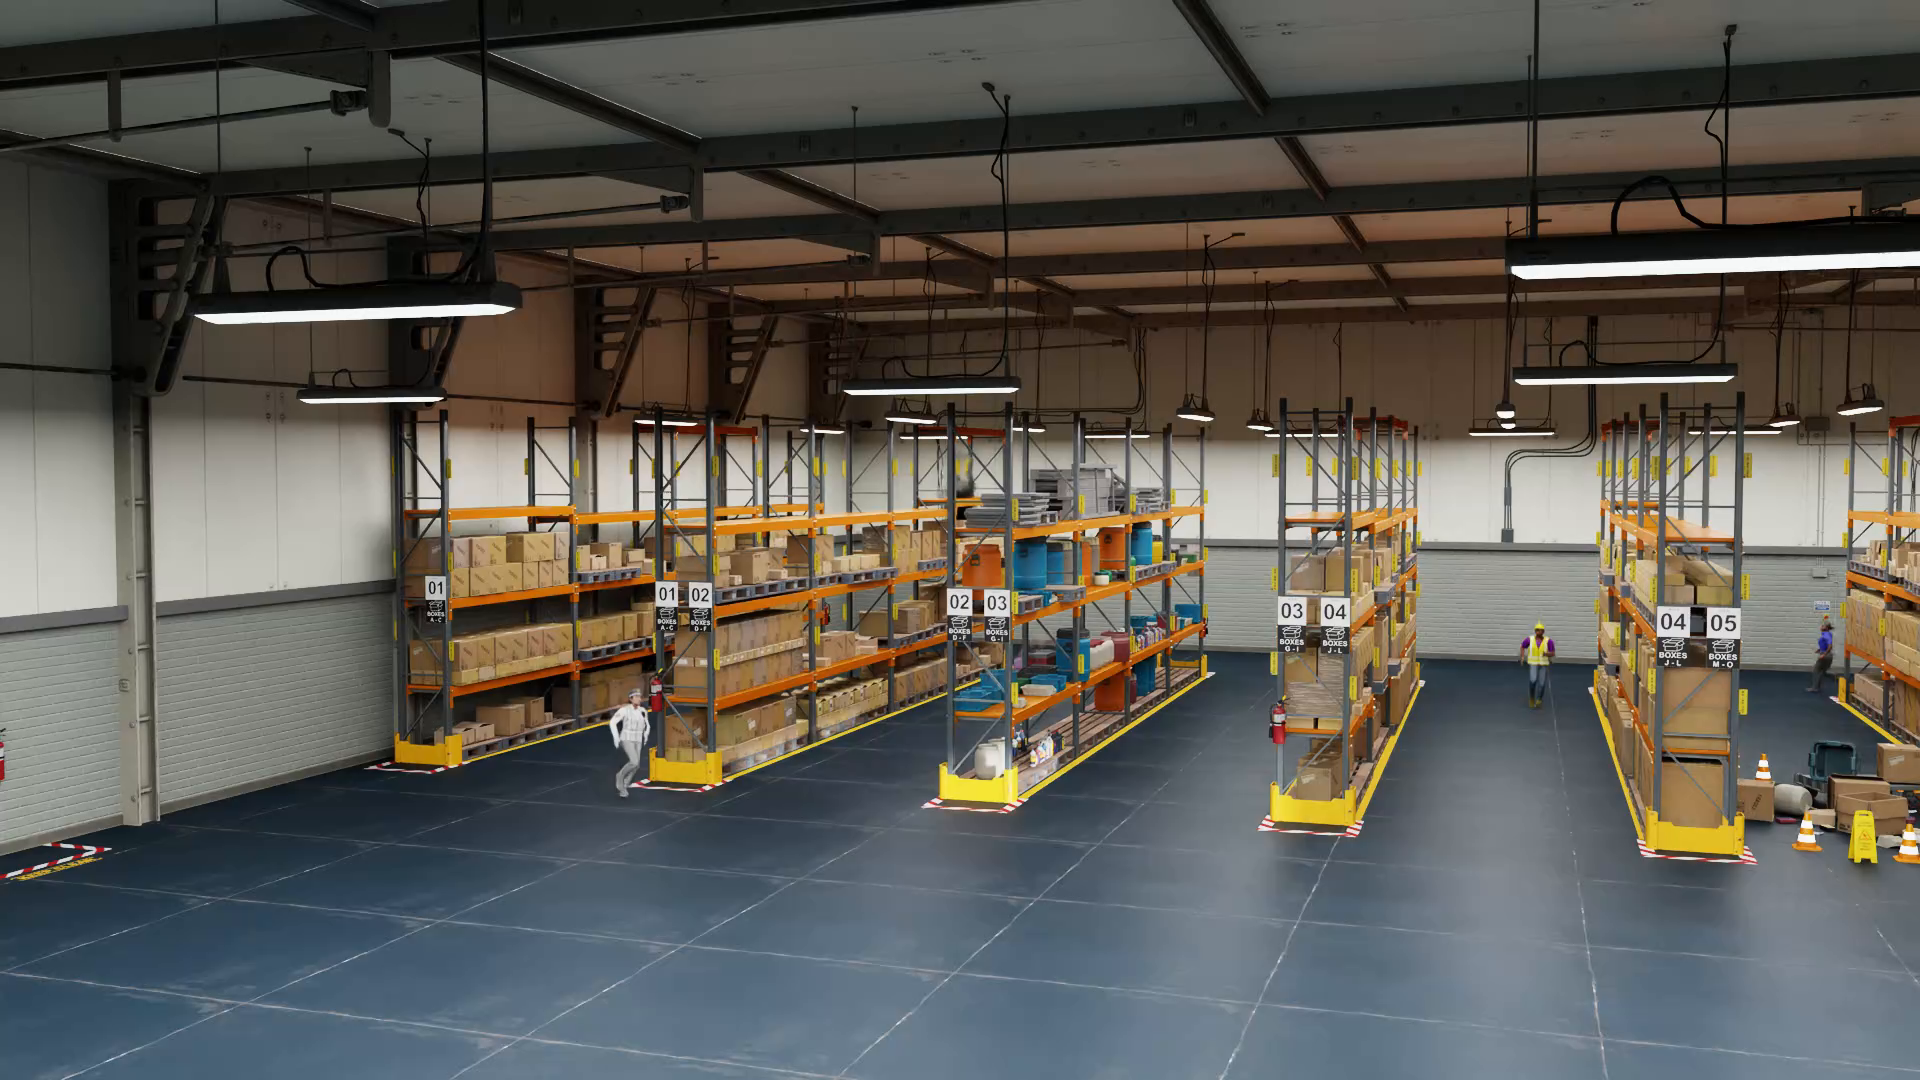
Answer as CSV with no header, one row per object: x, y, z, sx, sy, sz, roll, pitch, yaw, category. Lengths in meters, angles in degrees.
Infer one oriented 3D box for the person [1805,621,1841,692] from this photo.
19.248,2.601,36.960,0.820,1.609,0.657,2,3,32,person

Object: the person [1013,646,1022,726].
1.180,2.841,32.255,0.531,1.542,0.506,1,3,19,person

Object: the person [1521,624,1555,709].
12.069,2.636,34.713,0.669,1.785,0.718,1,3,15,person

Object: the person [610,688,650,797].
-4.987,3.094,25.468,0.619,1.639,0.501,-2,3,-42,person
